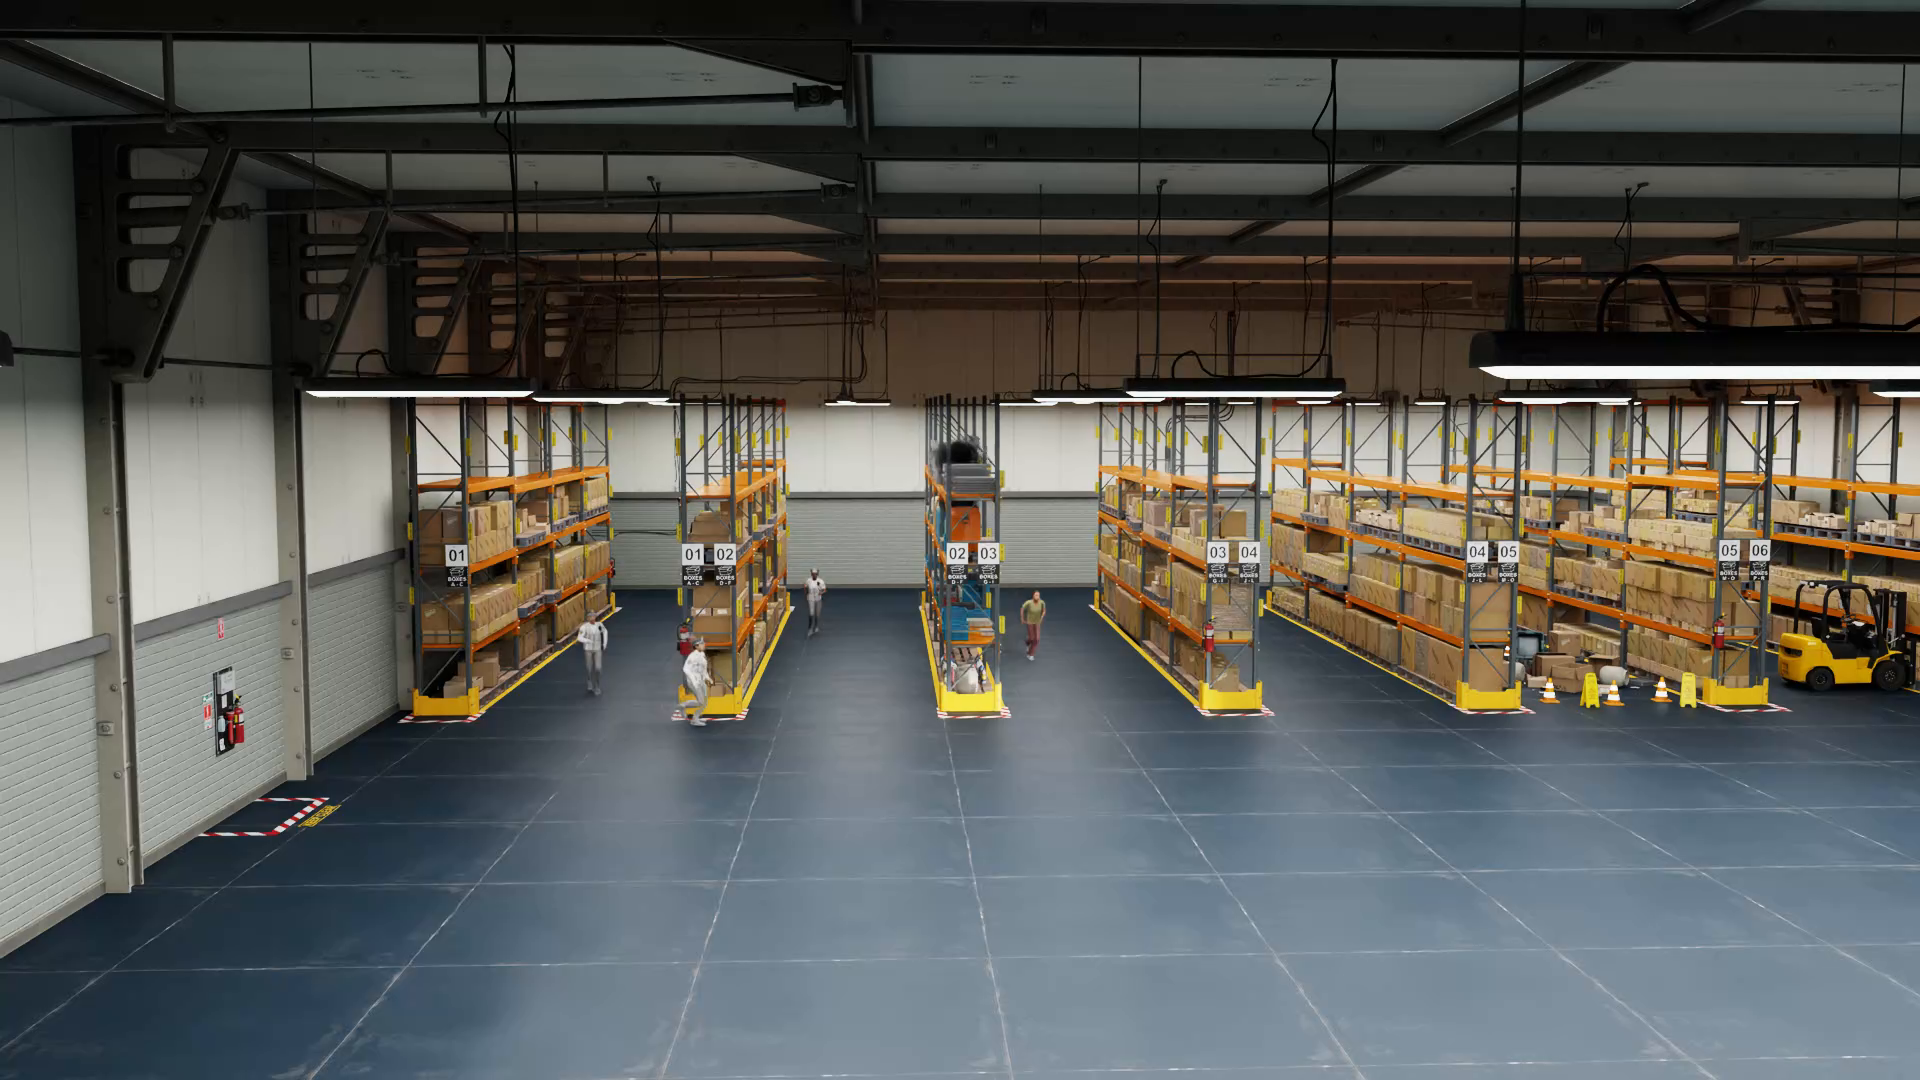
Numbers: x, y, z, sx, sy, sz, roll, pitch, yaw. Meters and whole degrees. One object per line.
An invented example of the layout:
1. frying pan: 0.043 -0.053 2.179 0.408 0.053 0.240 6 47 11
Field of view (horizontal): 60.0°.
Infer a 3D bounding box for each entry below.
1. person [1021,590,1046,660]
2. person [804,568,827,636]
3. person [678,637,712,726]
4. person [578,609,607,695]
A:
1. person: 1.681 1.925 38.012 0.556 1.602 0.650 -2 5 -22
2. person: -3.662 1.563 42.109 0.577 1.731 0.713 0 5 -5
3. person: -4.794 2.545 30.014 0.565 1.634 0.607 2 5 23
4. person: -7.364 2.259 33.379 0.599 1.765 0.726 -1 5 -15
